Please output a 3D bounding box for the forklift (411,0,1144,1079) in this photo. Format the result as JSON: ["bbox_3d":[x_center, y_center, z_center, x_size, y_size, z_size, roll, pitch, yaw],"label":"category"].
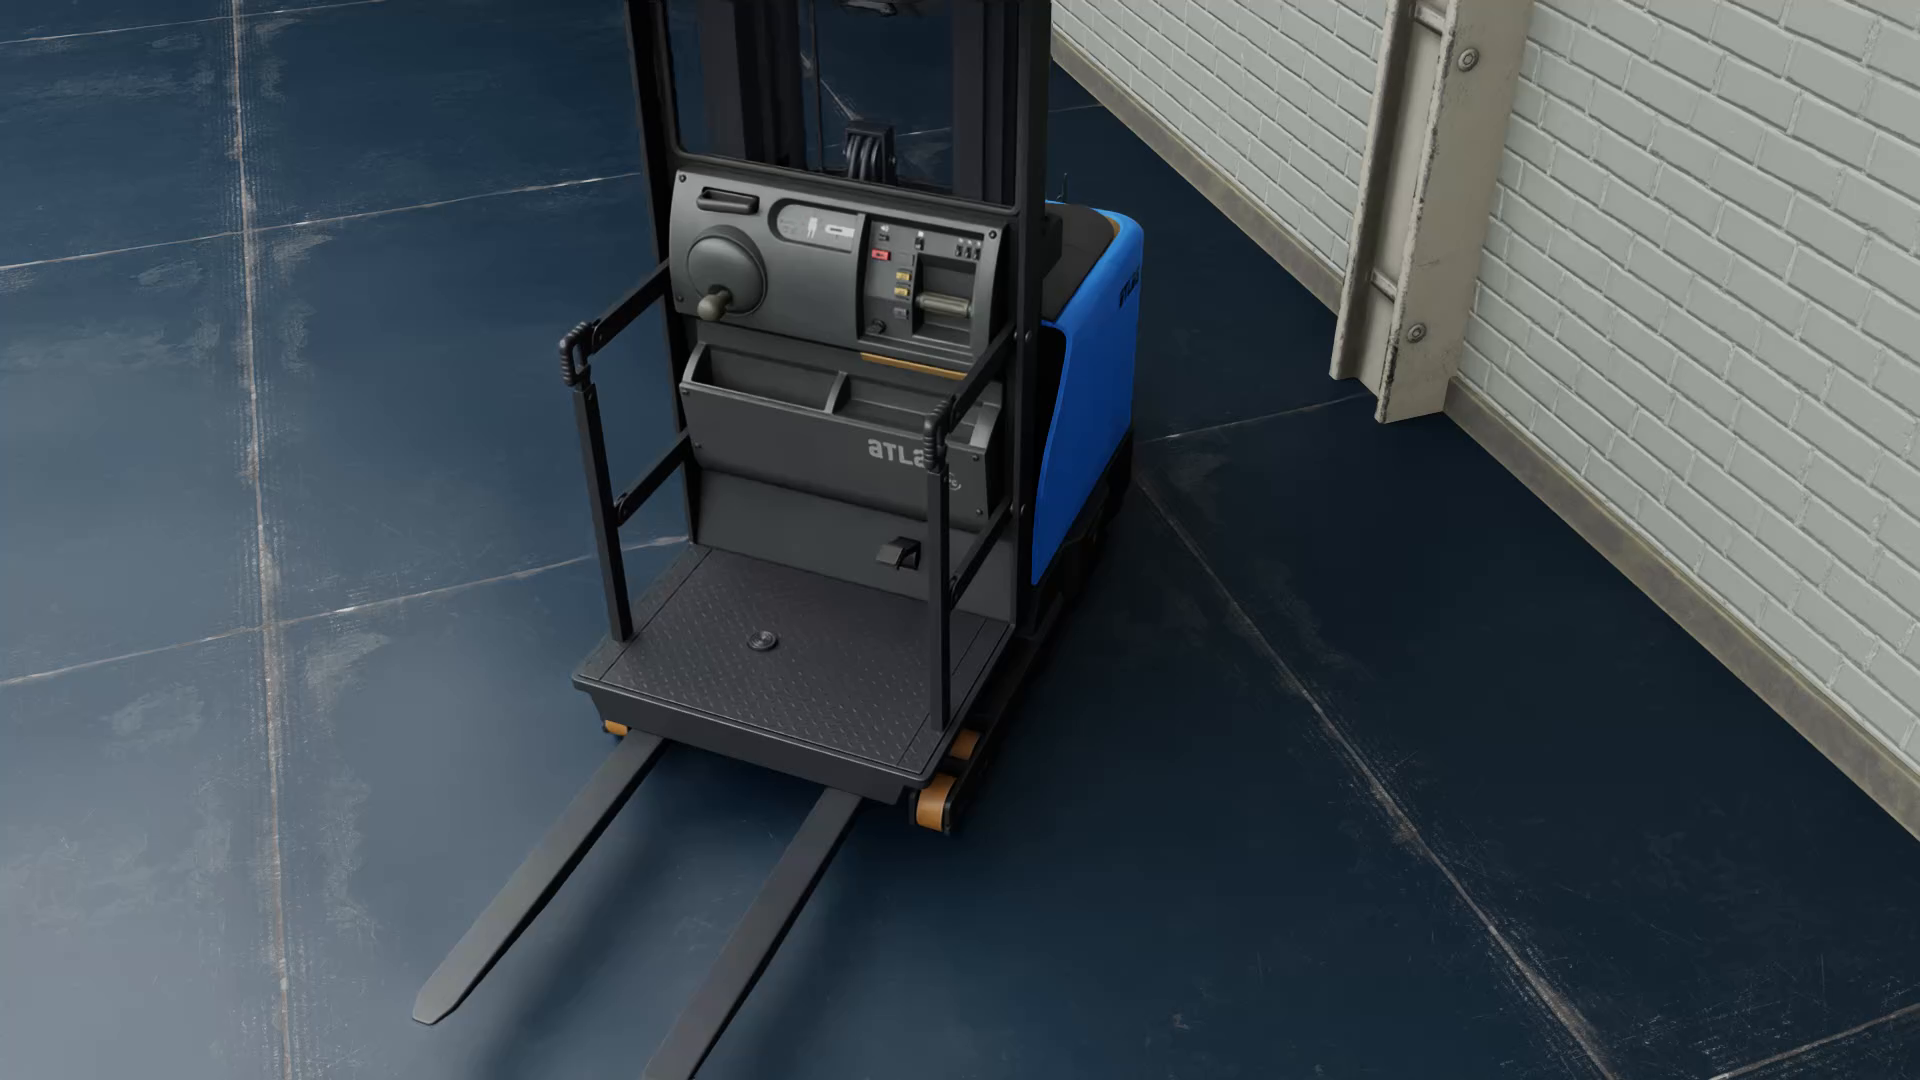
[{"bbox_3d":[-0.413,-0.644,4.169,1.130,2.935,3.031,14,39,17],"label":"forklift"}]

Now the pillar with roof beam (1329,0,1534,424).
[{"bbox_3d":[-2.360,-3.289,2.637,9.100,9.000,0.400,-12,39,-16],"label":"pillar with roof beam"}]

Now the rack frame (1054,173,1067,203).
[{"bbox_3d":[0.313,-0.779,5.911,0.008,1.050,0.200,19,41,24],"label":"rack frame"}]

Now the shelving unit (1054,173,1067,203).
[{"bbox_3d":[0.207,-0.815,5.960,0.252,1.050,0.215,19,41,24],"label":"shelving unit"}]
